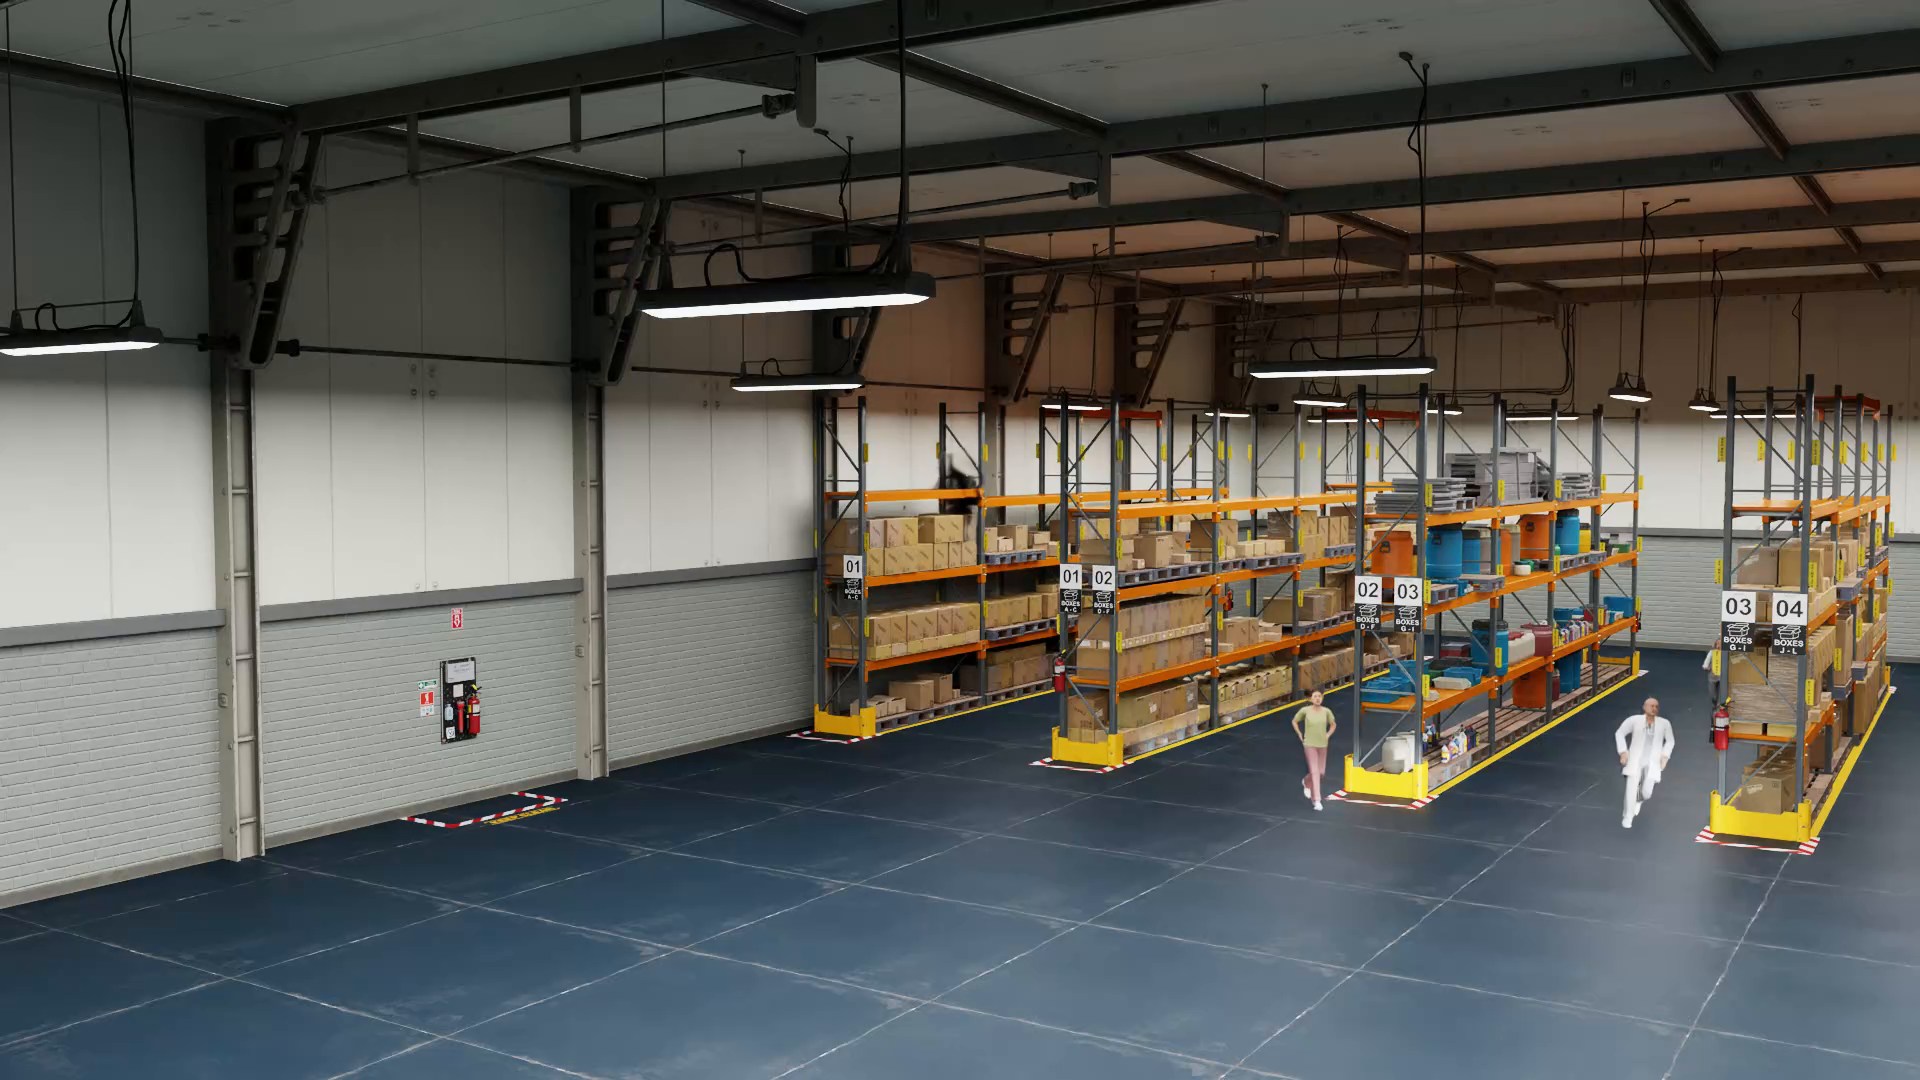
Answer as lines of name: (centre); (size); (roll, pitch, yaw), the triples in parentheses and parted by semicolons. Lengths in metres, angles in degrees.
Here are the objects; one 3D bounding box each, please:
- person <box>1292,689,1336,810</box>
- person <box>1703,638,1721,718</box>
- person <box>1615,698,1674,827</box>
person: (5.047, 2.958, 23.648); (0.627, 1.666, 0.771); (0, 3, -2)
person: (13.854, 2.585, 30.364); (0.543, 1.586, 0.849); (2, 3, 29)
person: (9.217, 2.985, 22.398); (0.754, 1.732, 0.612); (1, 3, 17)
